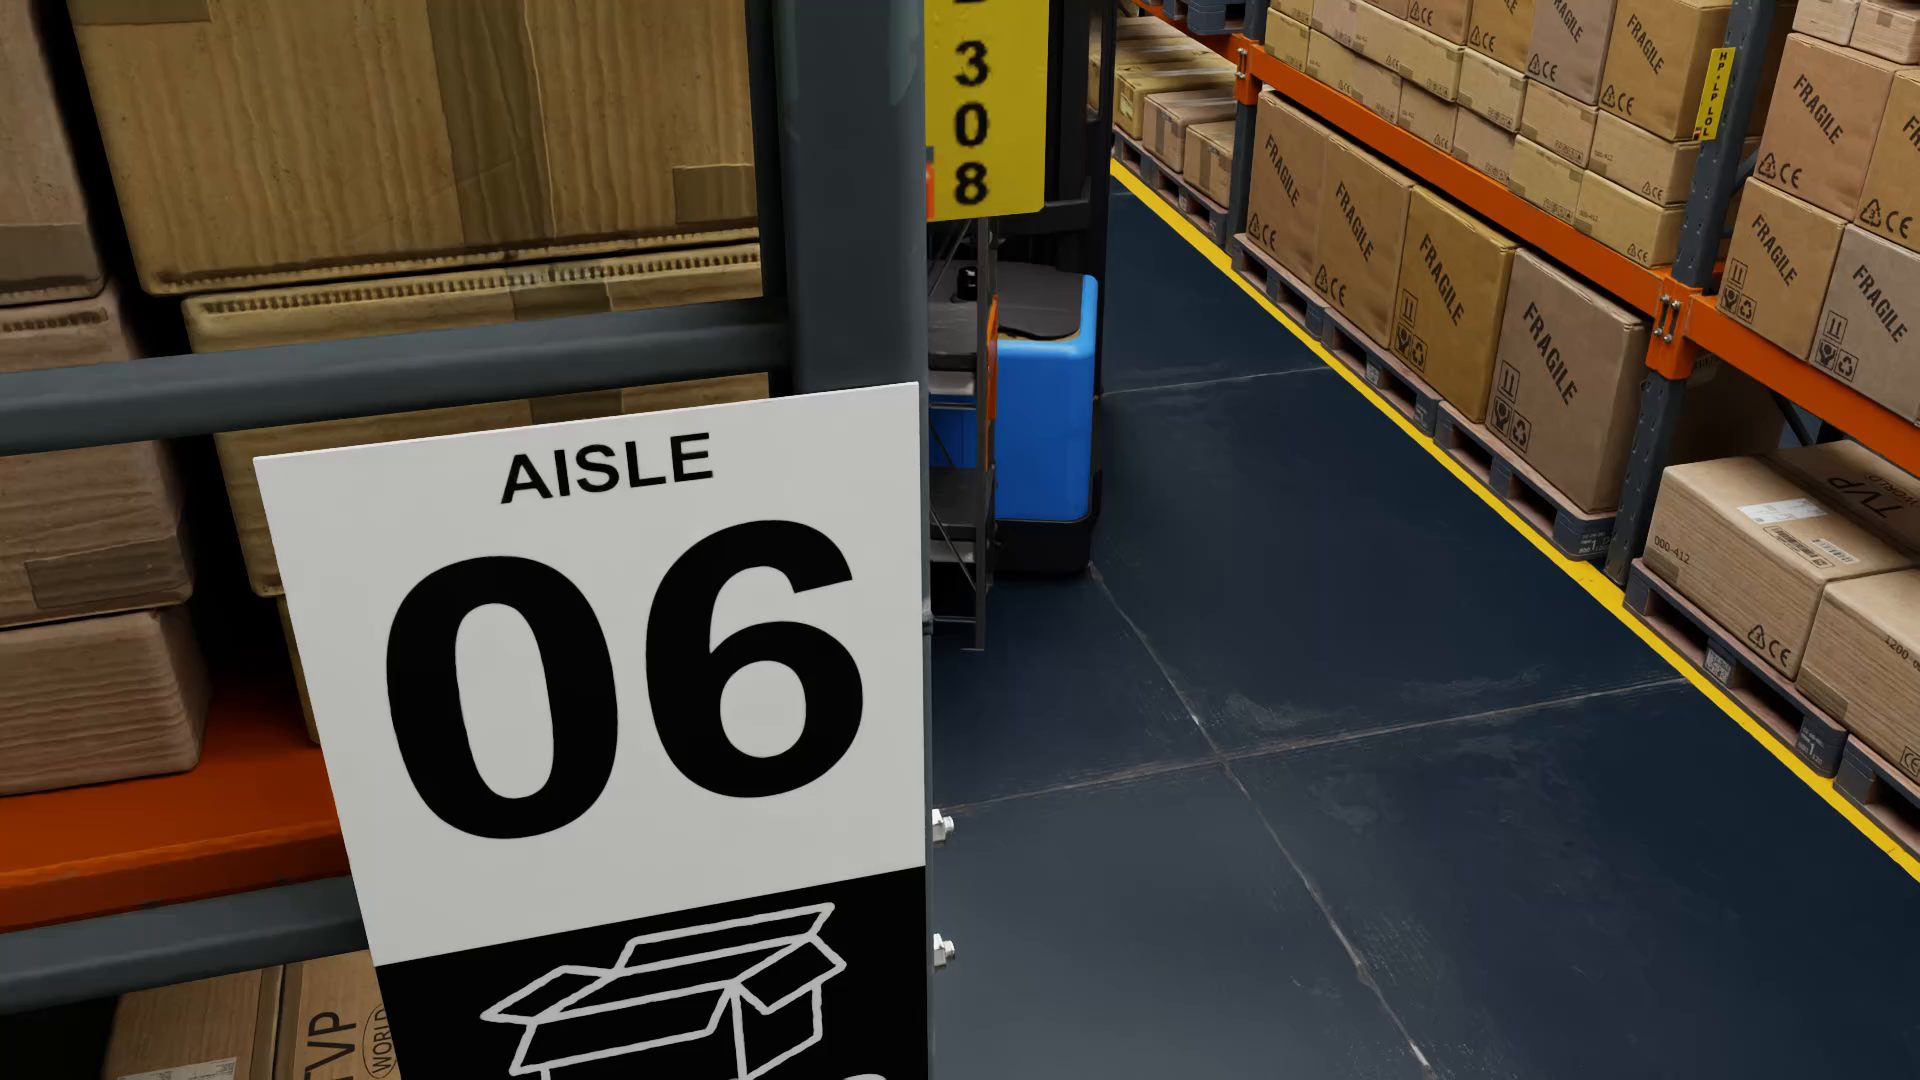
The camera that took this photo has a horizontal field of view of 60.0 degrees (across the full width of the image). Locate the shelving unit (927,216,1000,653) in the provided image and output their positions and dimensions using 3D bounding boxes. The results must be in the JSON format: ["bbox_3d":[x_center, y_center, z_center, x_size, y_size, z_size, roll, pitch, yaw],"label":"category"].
[{"bbox_3d":[-0.084,-0.601,6.193,0.431,2.100,0.503,3,30,4],"label":"shelving unit"}]

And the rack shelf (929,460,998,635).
[{"bbox_3d":[-0.083,0.016,6.550,0.431,0.518,0.480,3,30,4],"label":"rack shelf"}]

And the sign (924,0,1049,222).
[{"bbox_3d":[0.006,-0.349,0.993,0.100,0.325,0.005,-8,31,-13],"label":"sign"}]

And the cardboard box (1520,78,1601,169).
[{"bbox_3d":[2.714,-1.767,6.959,0.500,0.250,0.500,-7,31,-12],"label":"cardboard box"}]

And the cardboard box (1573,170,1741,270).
[{"bbox_3d":[2.843,-1.313,6.673,0.500,0.250,0.500,-9,31,-14],"label":"cardboard box"}]

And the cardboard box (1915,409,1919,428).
[{"bbox_3d":[3.333,-0.492,5.005,0.500,0.500,0.500,-8,31,-13],"label":"cardboard box"}]

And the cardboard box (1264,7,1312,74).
[{"bbox_3d":[2.031,-2.792,9.228,0.500,0.250,0.500,-8,31,-14],"label":"cardboard box"}]

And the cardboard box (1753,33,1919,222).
[{"bbox_3d":[3.098,-1.408,5.591,0.500,0.500,0.500,-8,31,-13],"label":"cardboard box"}]

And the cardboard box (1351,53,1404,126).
[{"bbox_3d":[2.318,-2.292,8.365,0.500,0.250,0.500,-7,31,-12],"label":"cardboard box"}]

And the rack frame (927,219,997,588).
[{"bbox_3d":[-0.062,-0.723,6.403,0.400,2.100,0.015,3,30,4],"label":"rack frame"}]

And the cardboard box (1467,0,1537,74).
[{"bbox_3d":[2.585,-2.349,7.217,0.500,0.500,0.500,-7,31,-12],"label":"cardboard box"}]

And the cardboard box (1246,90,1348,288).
[{"bbox_3d":[2.247,-2.044,9.489,0.875,0.875,0.875,-8,31,-14],"label":"cardboard box"}]

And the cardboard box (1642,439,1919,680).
[{"bbox_3d":[3.269,0.050,6.307,0.875,0.438,0.875,-8,31,-14],"label":"cardboard box"}]

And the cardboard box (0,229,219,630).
[{"bbox_3d":[-0.898,-0.141,1.359,0.500,0.250,0.500,-8,31,-14],"label":"cardboard box"}]

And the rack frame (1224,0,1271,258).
[{"bbox_3d":[2.144,-3.126,9.657,1.000,3.000,0.127,-8,31,-13],"label":"rack frame"}]

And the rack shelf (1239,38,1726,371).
[{"bbox_3d":[2.675,-1.849,8.168,1.077,0.370,4.000,-8,31,-13],"label":"rack shelf"}]

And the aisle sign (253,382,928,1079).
[{"bbox_3d":[-0.216,0.268,1.198,0.394,0.787,0.004,-8,31,-13],"label":"aisle sign"}]

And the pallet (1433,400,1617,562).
[{"bbox_3d":[2.928,-0.350,7.644,1.003,0.211,1.213,-8,31,-13],"label":"pallet"}]

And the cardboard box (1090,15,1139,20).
[{"bbox_3d":[1.186,-4.371,14.133,0.500,0.250,0.500,-9,31,-16],"label":"cardboard box"}]

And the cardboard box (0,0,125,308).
[{"bbox_3d":[-0.905,-0.357,1.231,0.500,0.250,0.500,-9,31,-15],"label":"cardboard box"}]

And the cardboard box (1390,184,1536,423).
[{"bbox_3d":[2.717,-1.181,7.997,0.875,0.875,0.875,-7,31,-12],"label":"cardboard box"}]

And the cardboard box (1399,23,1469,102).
[{"bbox_3d":[2.419,-2.261,7.813,0.500,0.250,0.500,-7,31,-12],"label":"cardboard box"}]

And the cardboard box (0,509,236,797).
[{"bbox_3d":[-0.825,0.086,1.364,0.380,0.149,0.250,-7,31,-12],"label":"cardboard box"}]

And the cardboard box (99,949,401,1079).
[{"bbox_3d":[-1.031,0.899,2.555,0.500,0.250,0.500,-8,31,-13],"label":"cardboard box"}]

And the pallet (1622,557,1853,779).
[{"bbox_3d":[3.332,0.390,6.365,1.003,0.211,1.213,-8,31,-13],"label":"pallet"}]

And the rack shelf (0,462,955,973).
[{"bbox_3d":[-1.048,-0.554,2.936,1.077,0.370,4.000,-8,31,-13],"label":"rack shelf"}]

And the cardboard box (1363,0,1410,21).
[{"bbox_3d":[2.302,-2.841,8.067,0.500,0.500,0.500,-7,31,-12],"label":"cardboard box"}]

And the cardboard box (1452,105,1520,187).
[{"bbox_3d":[2.594,-1.805,7.524,0.500,0.250,0.500,-9,31,-15],"label":"cardboard box"}]

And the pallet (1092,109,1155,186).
[{"bbox_3d":[1.618,-2.885,12.024,1.003,0.211,1.213,-8,31,-13],"label":"pallet"}]

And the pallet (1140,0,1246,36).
[{"bbox_3d":[1.852,-3.373,10.275,1.213,0.211,1.003,-8,31,-13],"label":"pallet"}]

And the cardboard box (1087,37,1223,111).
[{"bbox_3d":[1.418,-3.503,12.512,0.950,0.372,0.625,-6,31,-10],"label":"cardboard box"}]

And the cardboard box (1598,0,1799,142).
[{"bbox_3d":[2.845,-1.853,6.359,0.500,0.500,0.500,-7,31,-12],"label":"cardboard box"}]

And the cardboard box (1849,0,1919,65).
[{"bbox_3d":[3.123,-1.643,5.348,0.380,0.149,0.250,-7,31,-13],"label":"cardboard box"}]

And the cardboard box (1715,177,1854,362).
[{"bbox_3d":[3.078,-0.976,5.843,0.500,0.500,0.500,-7,31,-12],"label":"cardboard box"}]

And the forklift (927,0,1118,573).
[{"bbox_3d":[0.142,-1.843,7.509,1.130,2.935,3.031,3,30,4],"label":"forklift"}]

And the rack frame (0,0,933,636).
[{"bbox_3d":[-0.517,-1.197,0.335,1.000,3.000,0.127,-8,31,-13],"label":"rack frame"}]

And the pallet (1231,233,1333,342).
[{"bbox_3d":[2.280,-1.529,9.680,1.003,0.211,1.213,-8,31,-13],"label":"pallet"}]

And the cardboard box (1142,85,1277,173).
[{"bbox_3d":[1.800,-2.800,11.298,0.950,0.372,0.625,-8,31,-14],"label":"cardboard box"}]

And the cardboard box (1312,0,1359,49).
[{"bbox_3d":[2.176,-2.751,8.658,0.500,0.250,0.500,-7,31,-12],"label":"cardboard box"}]
